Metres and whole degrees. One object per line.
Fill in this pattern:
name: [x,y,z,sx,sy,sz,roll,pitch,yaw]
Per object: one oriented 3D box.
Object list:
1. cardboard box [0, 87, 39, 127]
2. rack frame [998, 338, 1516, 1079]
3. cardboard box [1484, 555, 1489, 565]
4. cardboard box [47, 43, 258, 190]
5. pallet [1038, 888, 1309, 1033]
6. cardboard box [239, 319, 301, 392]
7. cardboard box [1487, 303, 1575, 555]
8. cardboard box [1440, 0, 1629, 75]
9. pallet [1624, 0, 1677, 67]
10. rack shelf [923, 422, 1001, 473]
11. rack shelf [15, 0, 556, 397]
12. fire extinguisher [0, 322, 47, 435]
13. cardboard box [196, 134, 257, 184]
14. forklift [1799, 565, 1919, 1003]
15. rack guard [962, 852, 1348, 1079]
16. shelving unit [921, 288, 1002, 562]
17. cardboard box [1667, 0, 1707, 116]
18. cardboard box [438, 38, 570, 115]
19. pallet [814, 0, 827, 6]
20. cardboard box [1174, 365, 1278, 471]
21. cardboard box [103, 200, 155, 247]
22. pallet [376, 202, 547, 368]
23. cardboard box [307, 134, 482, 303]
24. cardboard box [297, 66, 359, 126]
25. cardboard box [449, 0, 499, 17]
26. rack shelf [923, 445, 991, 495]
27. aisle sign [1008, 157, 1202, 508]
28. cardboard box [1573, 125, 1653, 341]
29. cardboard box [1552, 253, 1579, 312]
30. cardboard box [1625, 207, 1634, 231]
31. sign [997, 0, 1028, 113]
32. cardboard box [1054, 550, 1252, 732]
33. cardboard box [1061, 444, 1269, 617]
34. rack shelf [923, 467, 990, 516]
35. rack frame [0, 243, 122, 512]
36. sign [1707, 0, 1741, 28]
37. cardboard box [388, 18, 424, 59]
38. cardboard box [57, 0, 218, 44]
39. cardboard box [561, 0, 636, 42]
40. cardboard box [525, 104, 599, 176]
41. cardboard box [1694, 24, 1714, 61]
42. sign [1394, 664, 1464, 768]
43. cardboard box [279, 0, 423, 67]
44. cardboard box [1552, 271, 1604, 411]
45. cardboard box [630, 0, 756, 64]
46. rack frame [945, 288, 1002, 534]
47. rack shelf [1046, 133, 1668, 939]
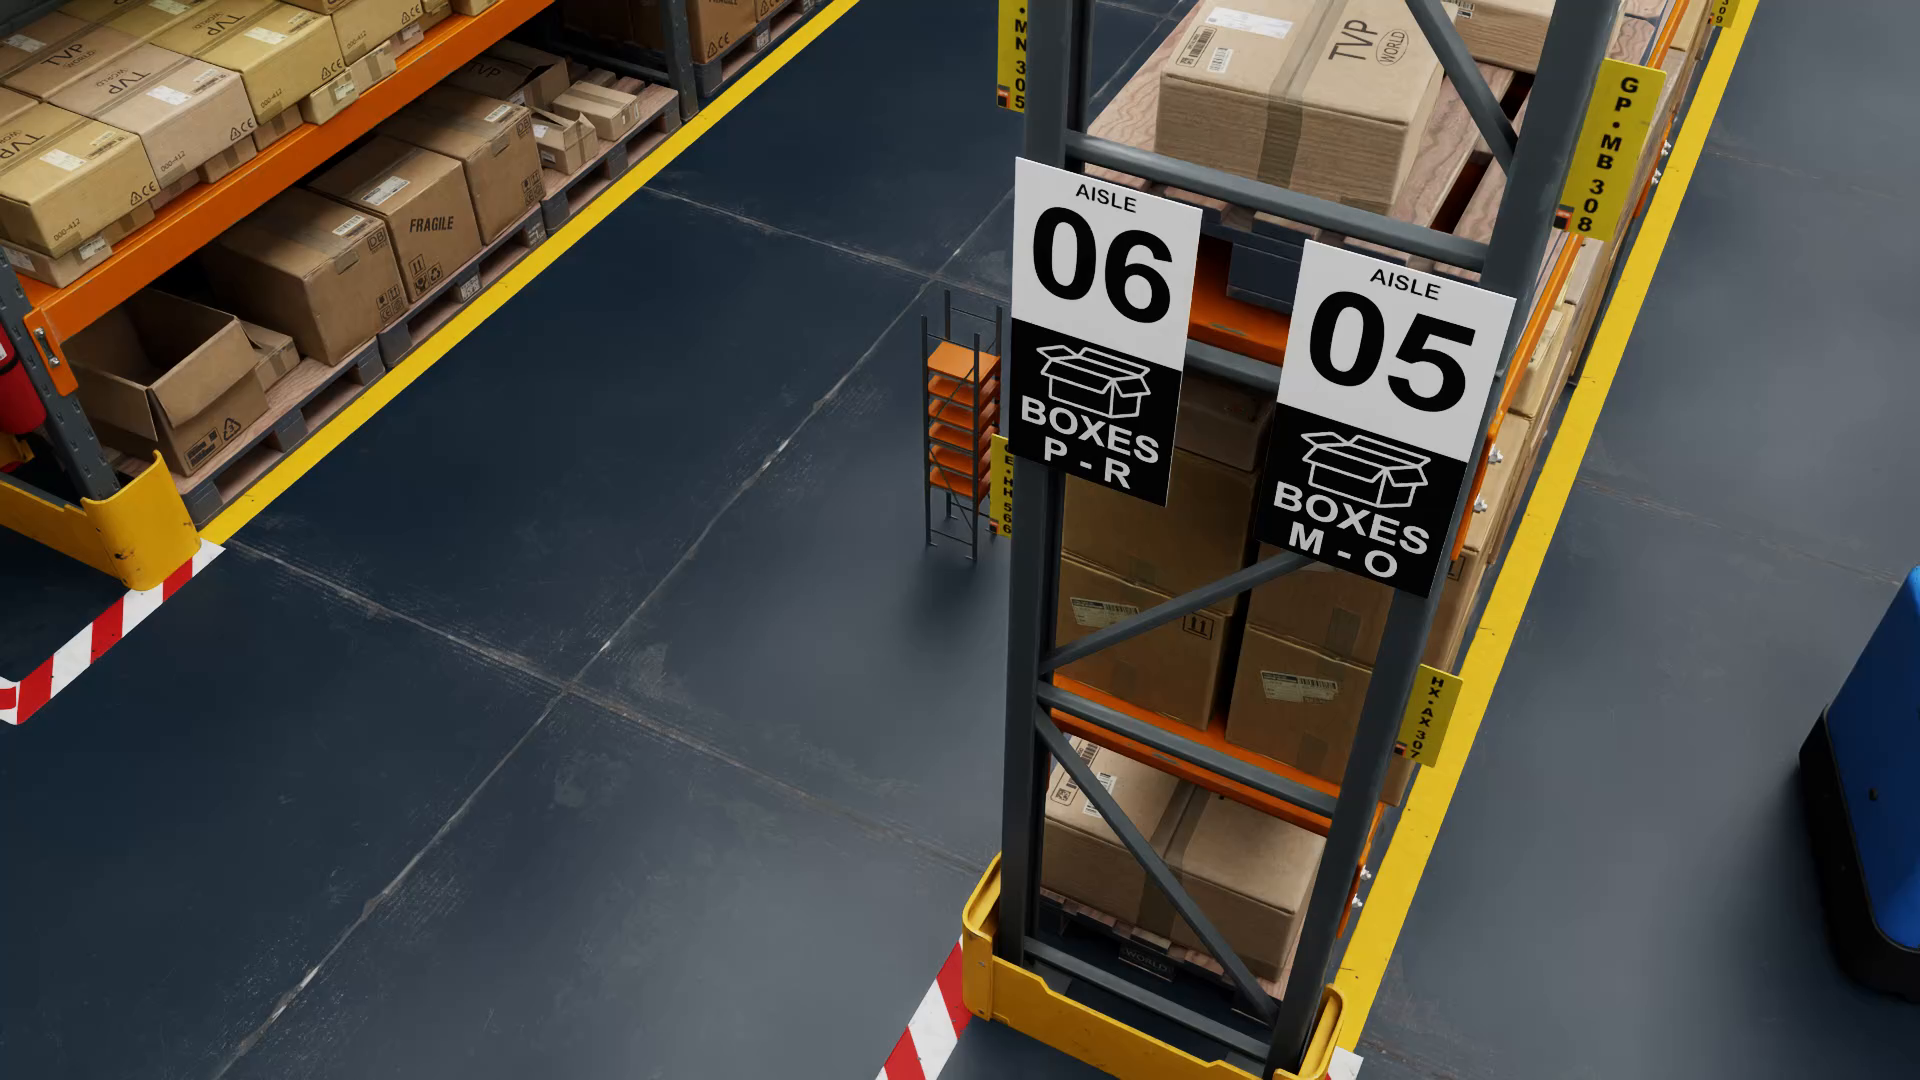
cardboard box: [-3.826,-1.510,6.310,0.500,0.250,0.500,22,49,20]
rack frame: [0.594,0.556,4.372,1.000,3.000,0.127,20,49,19]
cardboard box: [1.281,-0.015,4.865,0.500,0.500,0.500,20,49,19]
cardboard box: [-3.121,-1.647,6.445,0.500,0.250,0.500,21,49,19]
pallet: [0.896,1.007,5.887,1.003,0.211,1.213,20,49,19]
cardboard box: [-3.205,-0.835,7.455,0.380,0.149,0.250,19,48,18]
cardboard box: [1.302,-0.367,4.510,0.500,0.500,0.500,19,48,18]
cardboard box: [1.302,-1.203,3.812,0.380,0.149,0.250,22,49,20]
pallet: [1.494,-1.710,4.564,1.003,0.211,1.213,20,49,19]
rack shelf: [0.007,-0.400,6.644,0.258,0.103,0.180,20,49,19]
rack shelf: [-2.876,-2.088,7.490,1.077,0.370,4.000,20,49,19]
fire extinguisher: [-3.463,-0.677,5.907,0.296,0.674,0.183,20,49,19]
cardboard box: [-3.069,-1.600,6.679,0.380,0.149,0.250,22,49,20]
forklift: [4.513,0.307,4.665,3.031,2.935,1.130,7,46,7]
rack guard: [0.583,1.450,5.246,1.175,0.500,0.348,20,49,19]
shelving unit: [0.007,-0.431,6.612,0.258,1.200,0.189,20,49,19]
cardboard box: [2.233,-1.645,5.774,0.500,0.500,0.500,20,49,18]
cardboard box: [-2.464,-2.465,8.952,0.500,0.311,0.500,22,49,20]
pallet: [-1.038,-3.917,10.752,1.003,0.211,1.213,20,49,19]
cardboard box: [0.583,-0.351,4.038,0.380,0.149,0.250,21,49,20]
cardboard box: [-3.332,-1.284,6.367,0.380,0.149,0.250,22,49,20]
pallet: [-2.833,-1.416,8.282,1.003,0.211,1.213,20,49,19]
cardboard box: [-2.671,-1.529,7.895,0.500,0.500,0.500,21,49,20]
cardboard box: [-2.767,-1.904,6.979,0.380,0.149,0.250,19,48,18]
cardboard box: [-2.312,-2.559,7.626,0.380,0.149,0.250,20,49,18]
rack shelf: [0.007,-0.315,6.729,0.258,0.103,0.180,20,49,19]
aisle sign: [0.286,-0.415,3.503,0.394,0.787,0.004,20,49,19]
cardboard box: [1.765,-1.008,5.144,0.500,0.500,0.500,21,49,19]
cardboard box: [1.391,-0.677,4.361,0.380,0.149,0.250,19,48,18]
cardboard box: [2.228,-1.297,6.132,0.500,0.500,0.500,19,48,18]
sign: [0.120,-0.970,3.204,0.100,0.325,0.005,20,49,19]
cardboard box: [0.583,0.129,4.723,0.500,0.500,0.500,21,49,19]
cardboard box: [0.607,-0.213,4.358,0.500,0.500,0.500,22,49,20]
rack shelf: [0.007,-0.231,6.814,0.258,0.103,0.180,20,49,19]
rack frame: [-3.804,-1.081,5.989,1.000,3.000,0.127,20,49,19]
sign: [2.943,-2.114,6.346,0.100,0.325,0.005,20,49,19]
cardboard box: [-2.604,-2.262,7.333,0.380,0.149,0.250,20,49,19]
cardboard box: [-3.352,-2.145,6.937,0.500,0.250,0.500,22,49,20]
cardboard box: [-1.982,-3.276,9.621,0.500,0.500,0.500,20,49,19]
cardboard box: [-2.112,-2.114,8.637,0.396,0.266,0.258,22,49,20]
cardboard box: [2.905,-2.271,6.919,0.500,0.250,0.500,19,48,18]
sign: [1.082,0.411,3.851,0.100,0.325,0.005,20,49,19]
cardboard box: [-2.670,-2.297,7.087,0.500,0.250,0.500,19,48,18]
cardboard box: [1.751,-0.650,5.493,0.500,0.500,0.500,22,49,20]
cardboard box: [-1.524,-3.100,9.447,0.500,0.500,0.500,22,49,21]
rack frame: [0.049,-0.489,6.669,0.240,1.200,0.006,20,49,19]
rack shelf: [1.522,-0.451,5.873,1.077,0.370,4.000,20,49,19]
